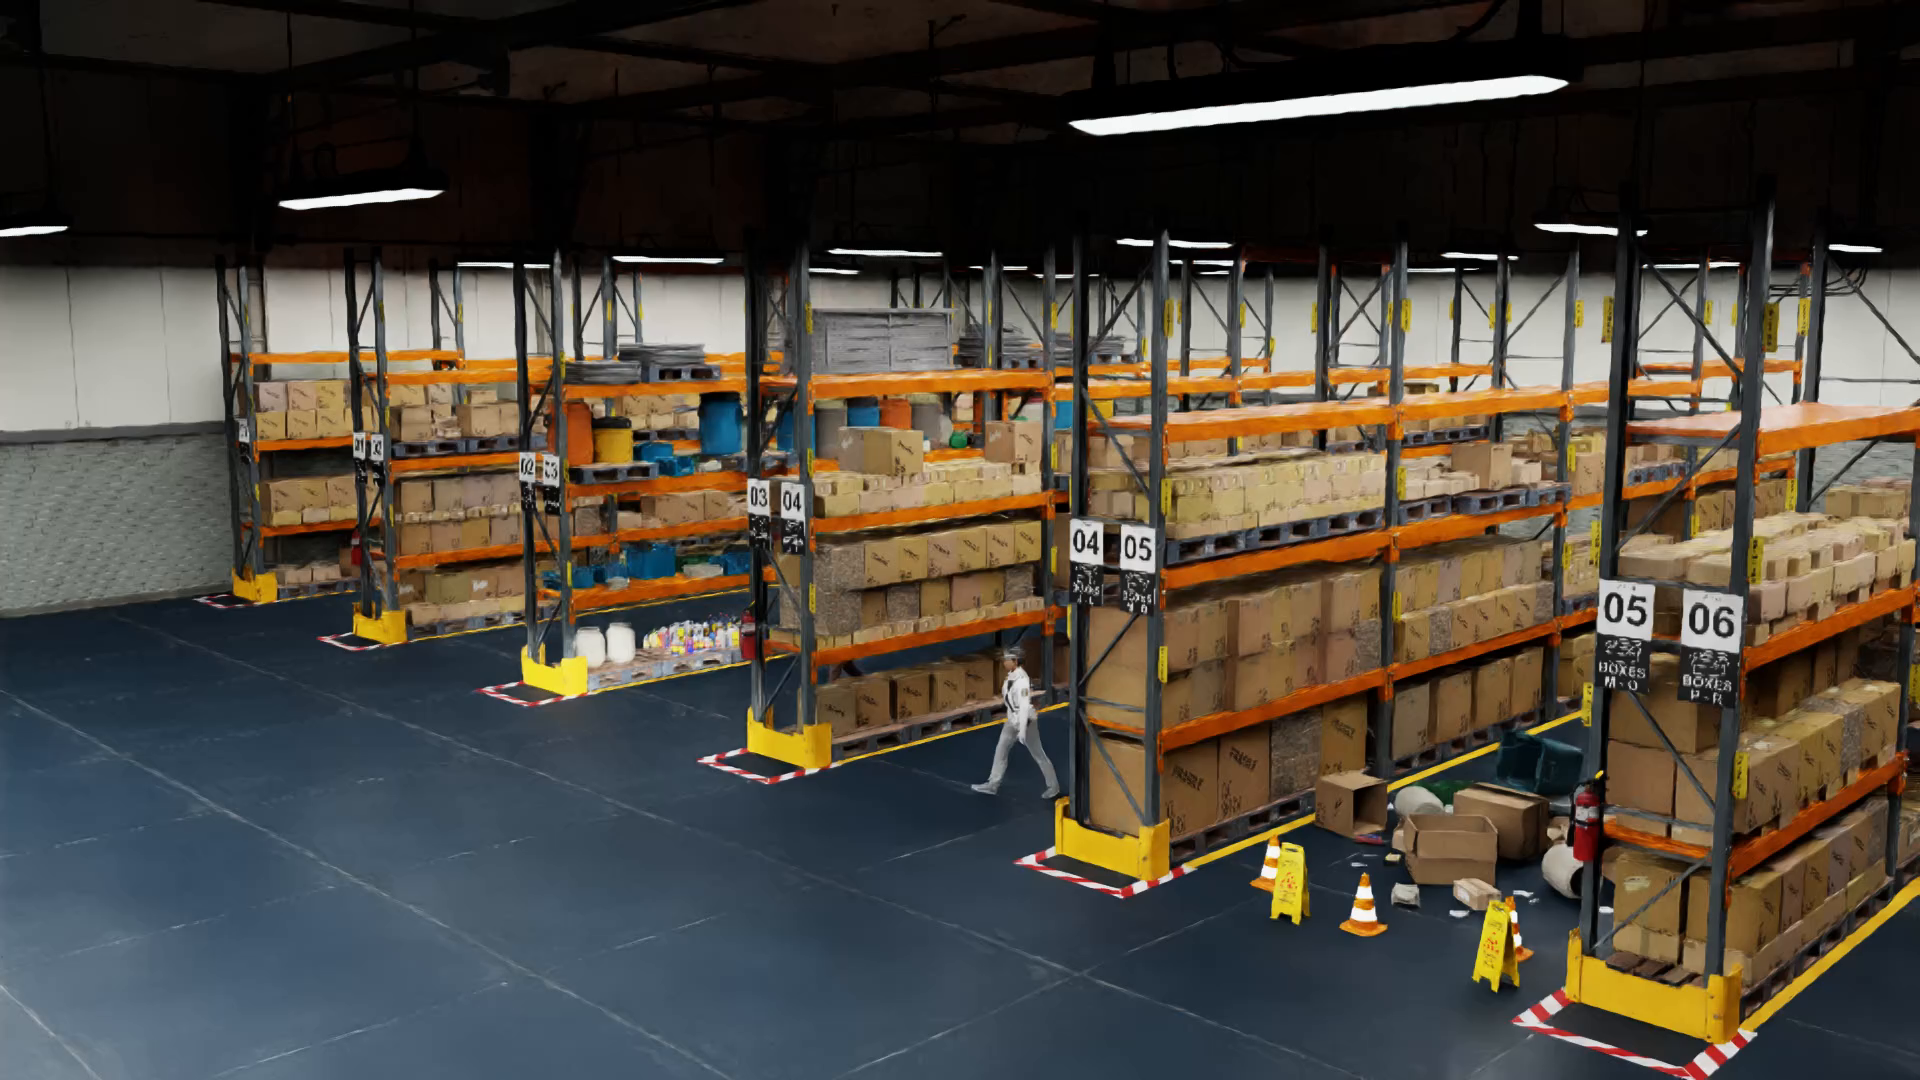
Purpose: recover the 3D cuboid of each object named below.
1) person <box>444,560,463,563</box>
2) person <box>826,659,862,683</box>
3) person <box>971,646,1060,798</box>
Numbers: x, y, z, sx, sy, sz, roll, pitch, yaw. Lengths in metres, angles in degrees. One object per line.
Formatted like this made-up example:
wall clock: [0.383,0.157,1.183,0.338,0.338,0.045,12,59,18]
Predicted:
person: [-8.695,0.290,28.432,0.677,1.742,0.552,8,11,43]
person: [-1.588,1.303,21.511,1.115,1.648,0.543,-7,11,-42]
person: [0.604,1.900,17.417,0.911,1.625,0.521,-2,8,-17]
